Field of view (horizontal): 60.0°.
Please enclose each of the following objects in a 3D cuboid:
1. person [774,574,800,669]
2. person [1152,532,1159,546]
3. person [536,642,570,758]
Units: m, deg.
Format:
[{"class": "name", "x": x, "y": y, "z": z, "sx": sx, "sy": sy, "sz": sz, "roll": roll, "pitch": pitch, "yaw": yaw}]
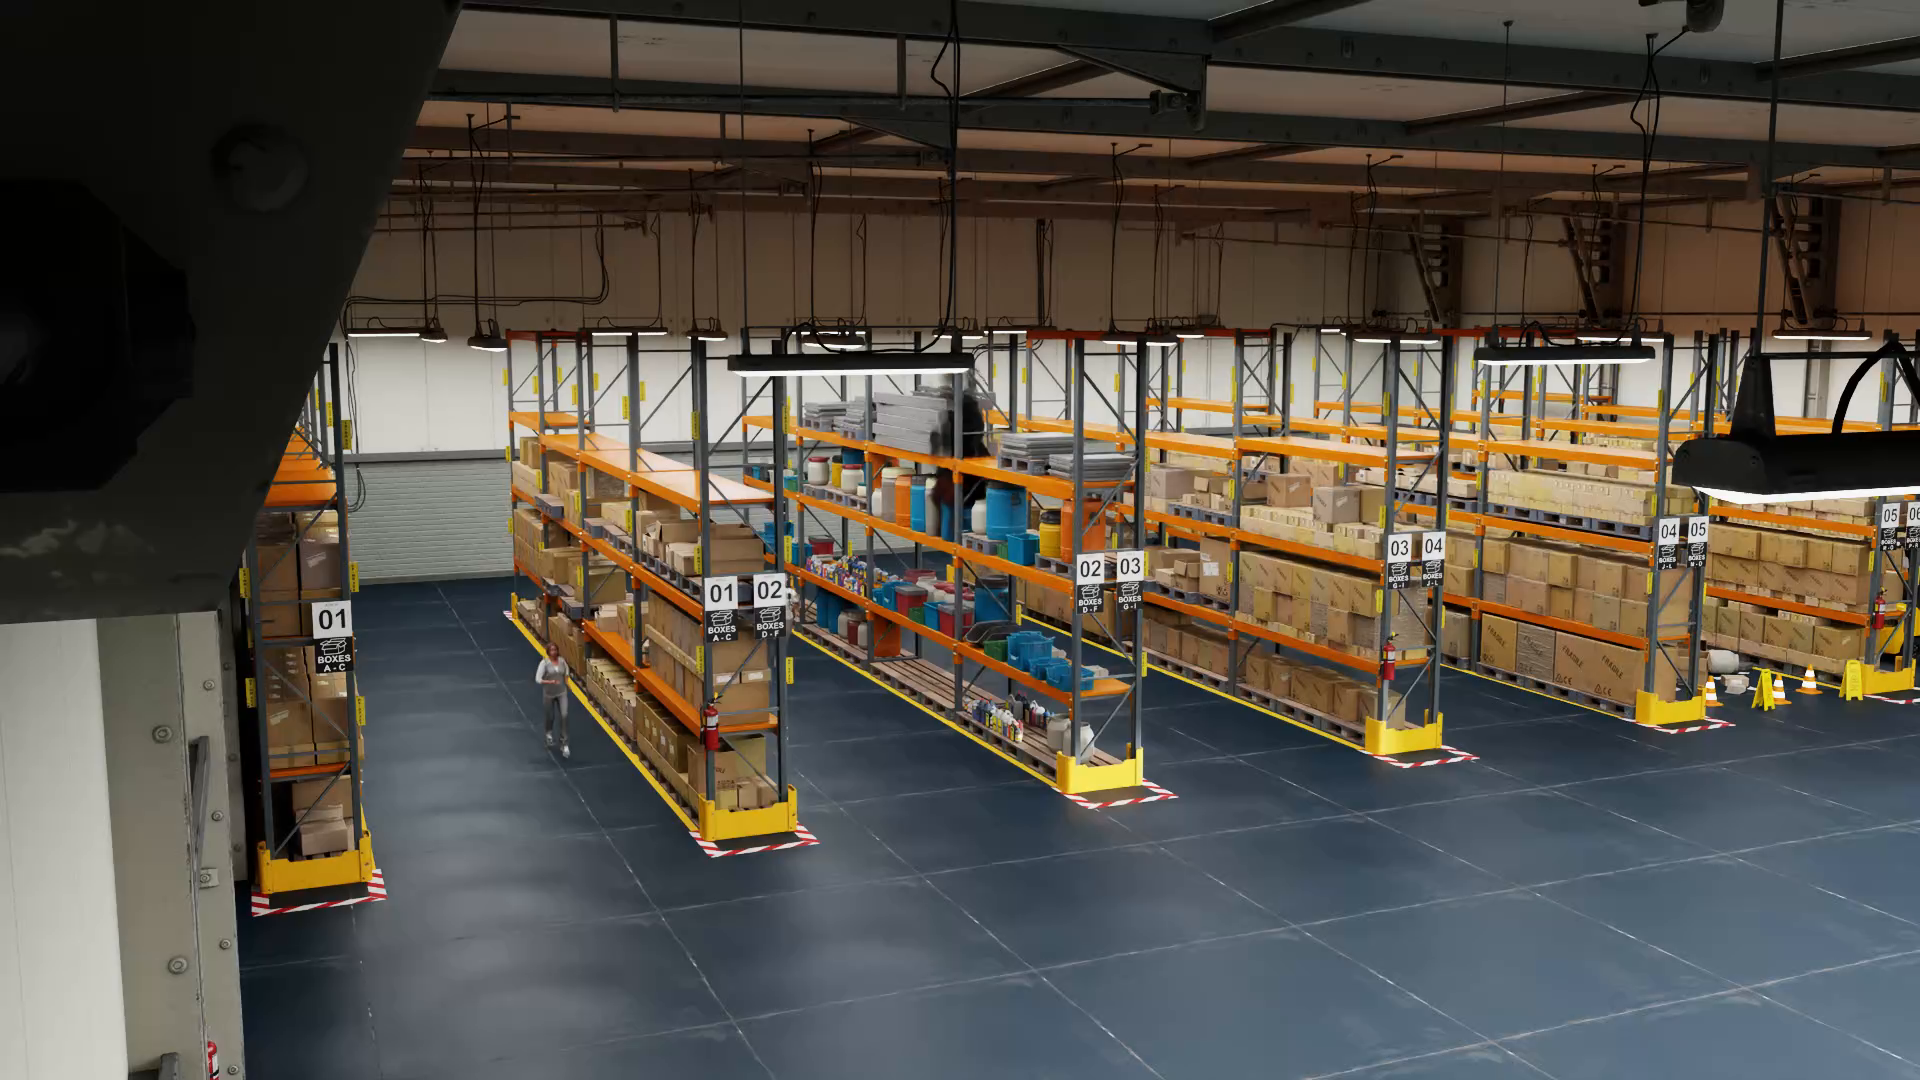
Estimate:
[{"class": "person", "x": -3.153, "y": 1.450, "z": 29.851, "sx": 0.569, "sy": 1.734, "sz": 0.735, "roll": -2, "pitch": 8, "yaw": -17}, {"class": "person", "x": 5.009, "y": -0.105, "z": 41.615, "sx": 0.619, "sy": 1.563, "sz": 0.542, "roll": 0, "pitch": 8, "yaw": 2}, {"class": "person", "x": -5.862, "y": 2.265, "z": 24.003, "sx": 0.530, "sy": 1.622, "sz": 0.825, "roll": -4, "pitch": 9, "yaw": -25}]
